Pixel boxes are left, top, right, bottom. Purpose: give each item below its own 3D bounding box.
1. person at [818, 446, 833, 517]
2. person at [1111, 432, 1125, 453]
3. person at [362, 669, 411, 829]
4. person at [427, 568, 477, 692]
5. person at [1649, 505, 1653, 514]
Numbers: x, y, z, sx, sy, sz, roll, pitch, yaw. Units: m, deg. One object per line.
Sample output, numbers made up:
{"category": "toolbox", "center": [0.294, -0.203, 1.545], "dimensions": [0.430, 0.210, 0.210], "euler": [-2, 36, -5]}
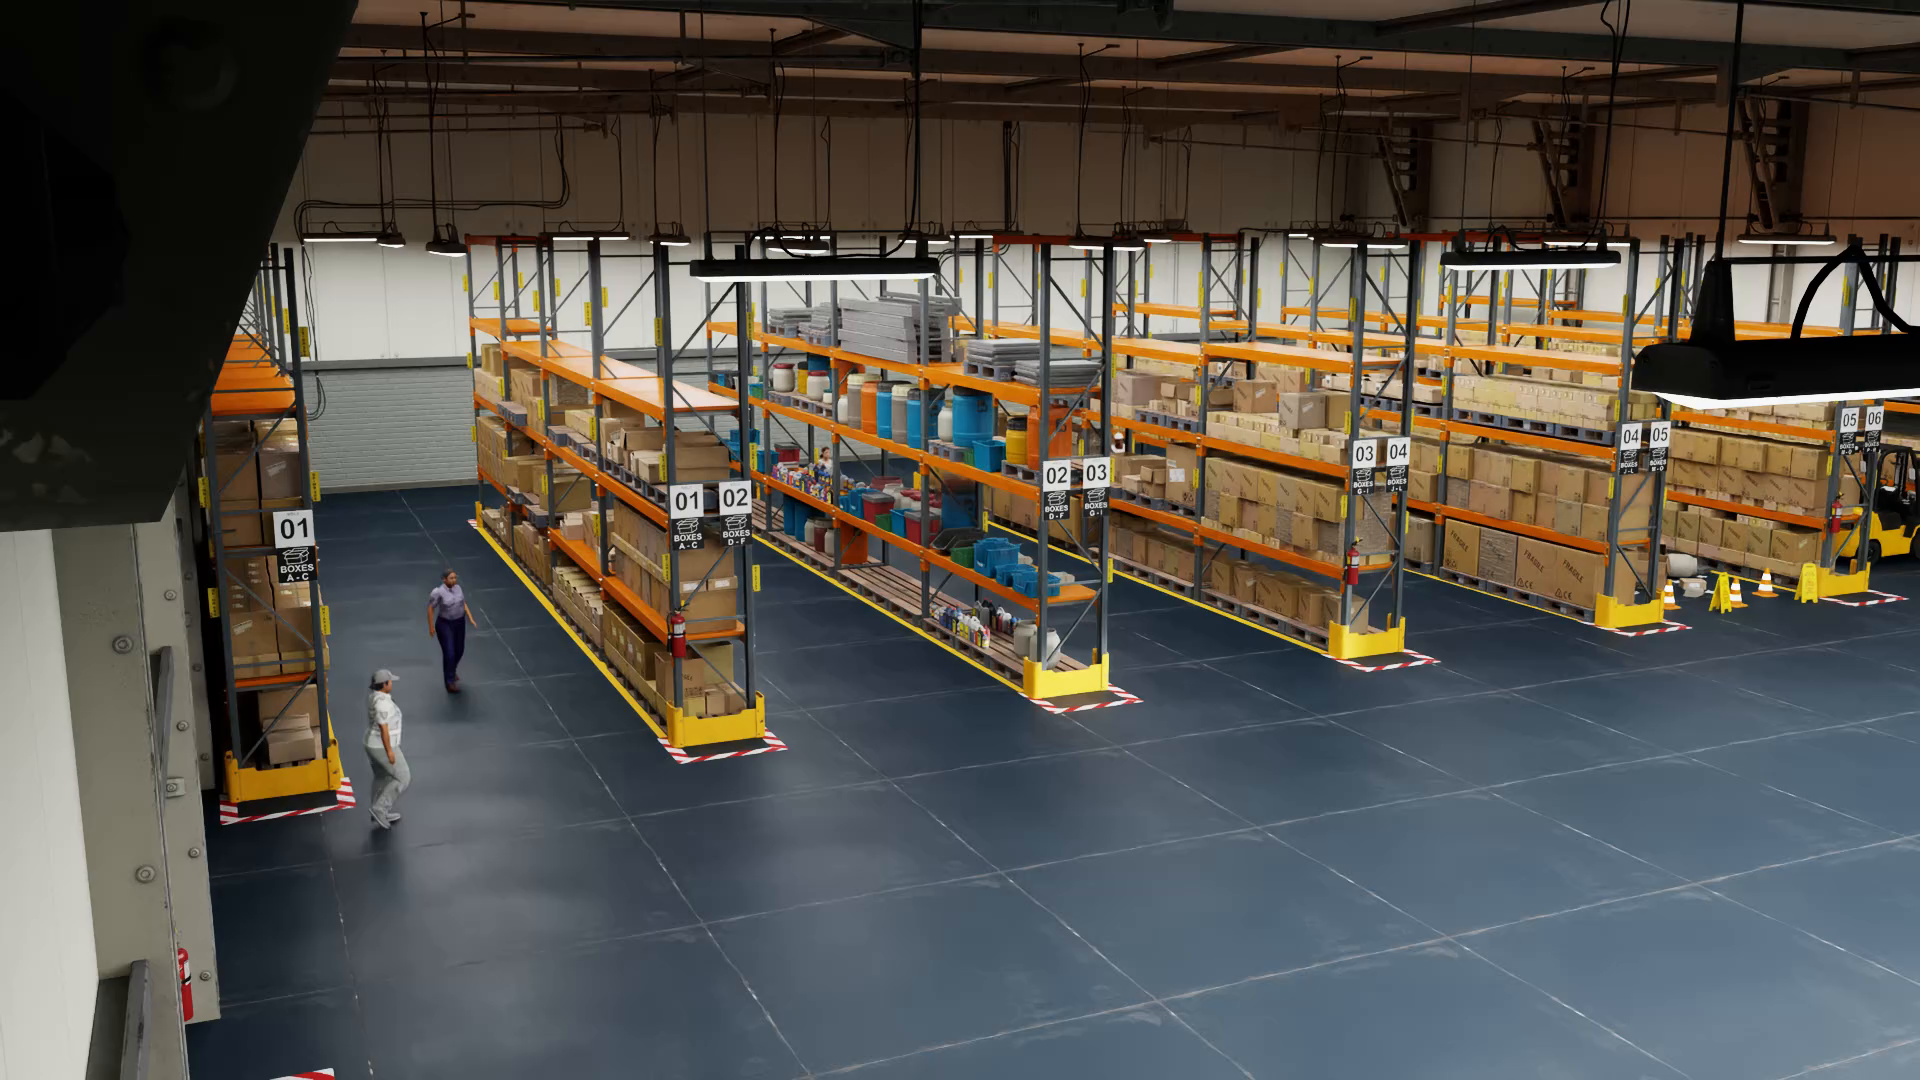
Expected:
{"category": "person", "center": [-2.811, -1.164, 34.790], "dimensions": [1.106, 1.608, 0.448], "euler": [9, 14, 38]}
{"category": "person", "center": [3.492, -1.495, 36.265], "dimensions": [0.591, 1.708, 1.085], "euler": [-4, 12, -21]}
{"category": "person", "center": [-6.058, 2.178, 17.481], "dimensions": [0.430, 1.669, 0.509], "euler": [-6, 13, -29]}
{"category": "person", "center": [-6.958, 1.190, 22.712], "dimensions": [0.718, 1.647, 0.562], "euler": [9, 14, 38]}
{"category": "person", "center": [14.747, -1.339, 35.419], "dimensions": [0.437, 1.777, 0.591], "euler": [10, 15, 41]}
